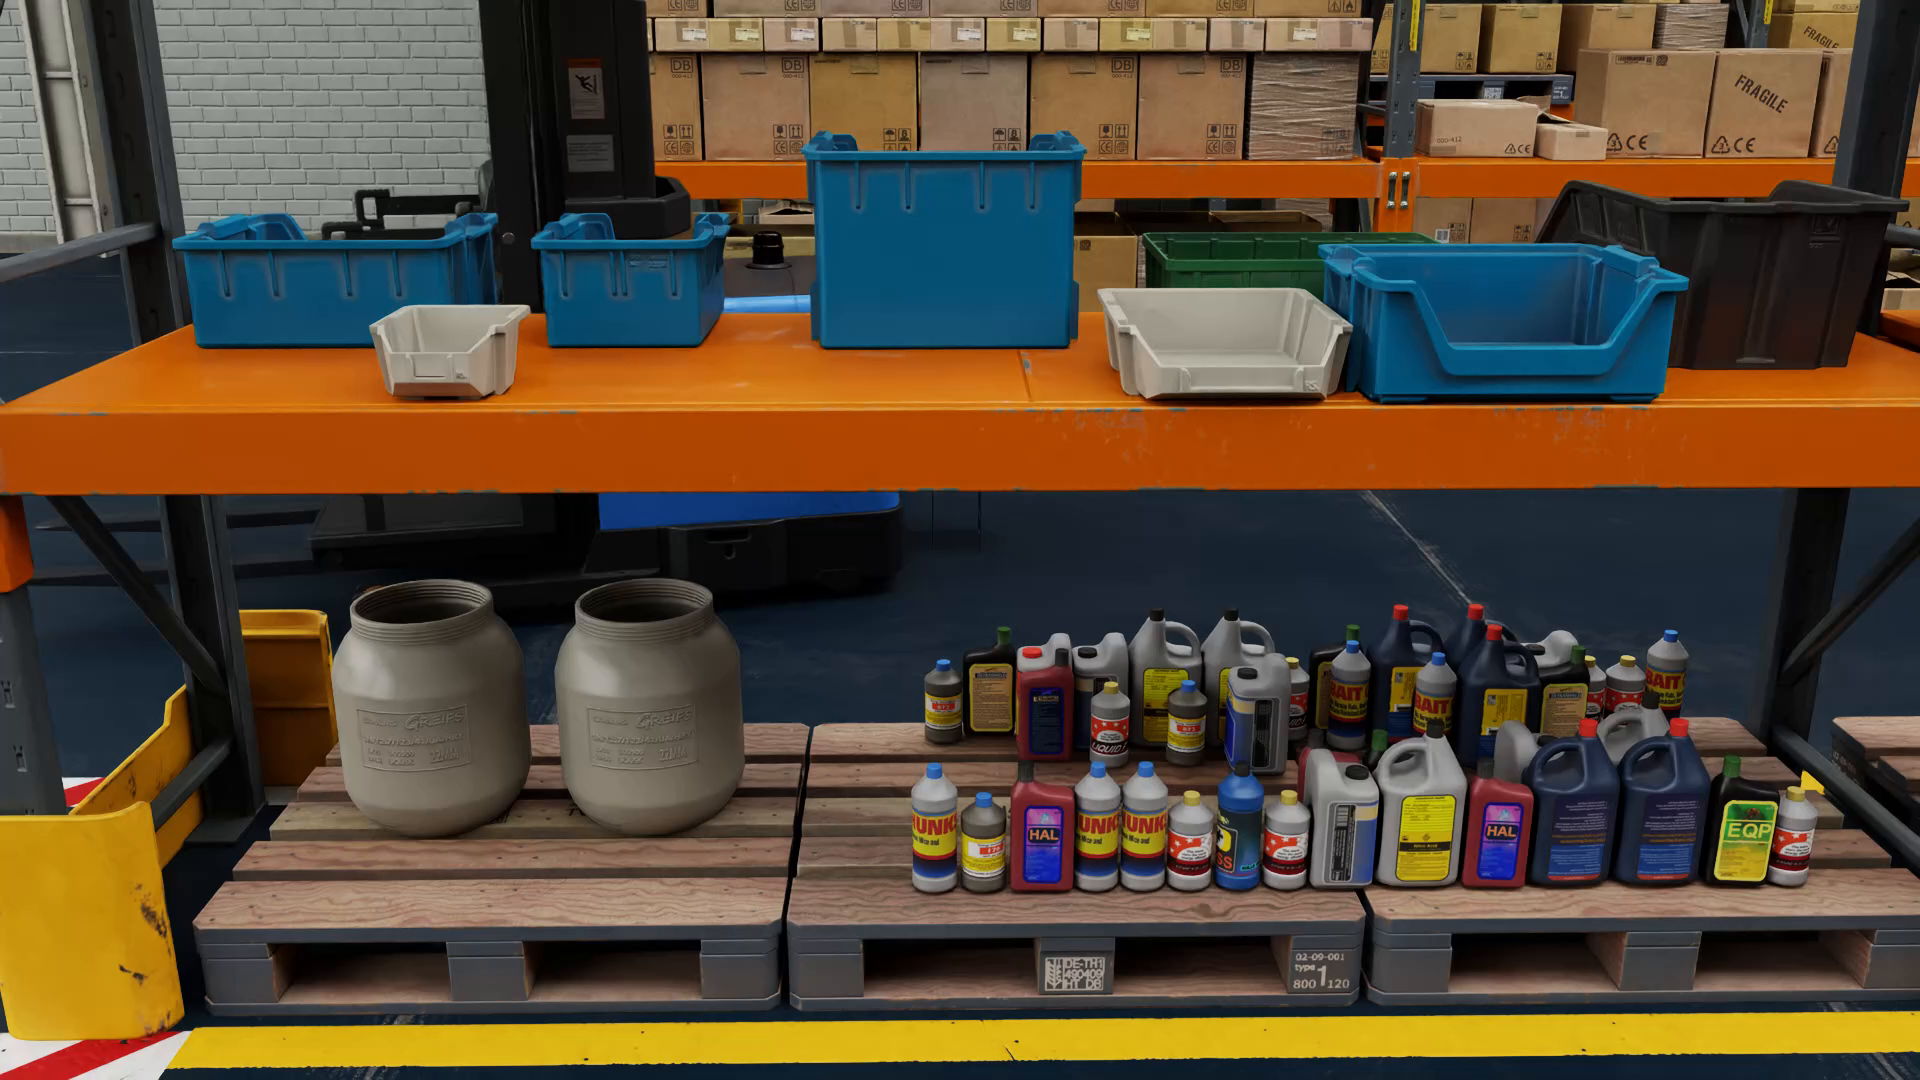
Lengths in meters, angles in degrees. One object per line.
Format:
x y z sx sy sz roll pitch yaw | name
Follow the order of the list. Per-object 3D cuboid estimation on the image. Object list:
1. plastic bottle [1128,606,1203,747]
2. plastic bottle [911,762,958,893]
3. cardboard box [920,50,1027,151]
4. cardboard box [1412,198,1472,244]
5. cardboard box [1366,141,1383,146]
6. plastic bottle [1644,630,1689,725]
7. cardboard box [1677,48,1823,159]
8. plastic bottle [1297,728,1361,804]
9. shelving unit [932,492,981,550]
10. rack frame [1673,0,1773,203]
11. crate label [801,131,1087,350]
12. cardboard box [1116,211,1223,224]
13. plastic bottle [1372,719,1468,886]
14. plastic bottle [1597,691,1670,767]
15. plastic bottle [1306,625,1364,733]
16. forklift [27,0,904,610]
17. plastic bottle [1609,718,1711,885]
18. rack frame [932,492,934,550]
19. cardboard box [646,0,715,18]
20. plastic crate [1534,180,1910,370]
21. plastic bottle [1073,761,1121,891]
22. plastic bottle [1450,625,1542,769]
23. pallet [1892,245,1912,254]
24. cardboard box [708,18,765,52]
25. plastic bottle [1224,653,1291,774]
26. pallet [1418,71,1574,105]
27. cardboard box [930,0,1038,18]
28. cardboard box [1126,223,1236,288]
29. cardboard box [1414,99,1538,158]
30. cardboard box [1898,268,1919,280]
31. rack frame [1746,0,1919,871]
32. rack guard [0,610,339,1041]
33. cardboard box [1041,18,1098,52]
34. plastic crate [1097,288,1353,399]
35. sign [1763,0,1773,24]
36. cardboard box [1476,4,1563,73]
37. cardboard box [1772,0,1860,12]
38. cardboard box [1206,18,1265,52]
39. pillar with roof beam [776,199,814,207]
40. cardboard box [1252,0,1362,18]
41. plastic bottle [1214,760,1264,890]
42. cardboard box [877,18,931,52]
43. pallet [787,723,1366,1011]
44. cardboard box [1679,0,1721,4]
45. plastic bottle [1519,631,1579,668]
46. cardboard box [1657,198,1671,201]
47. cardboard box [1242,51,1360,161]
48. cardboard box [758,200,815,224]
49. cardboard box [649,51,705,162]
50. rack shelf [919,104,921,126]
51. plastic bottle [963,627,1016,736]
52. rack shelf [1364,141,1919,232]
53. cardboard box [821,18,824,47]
0.515 0.338 4.201 0.185 0.351 0.144 0 18 1 | plastic bottle
-0.054 0.600 3.512 0.097 0.271 0.097 0 18 0 | plastic bottle
0.069 -2.143 8.154 0.500 0.500 0.700 0 18 1 | cardboard box
3.734 -2.657 13.291 0.500 0.500 0.700 0 18 0 | cardboard box
3.148 -3.009 13.162 0.500 0.250 0.500 -1 18 -2 | cardboard box
1.803 0.362 4.255 0.097 0.271 0.097 0 18 0 | plastic bottle
3.849 -2.159 8.205 0.500 0.500 0.500 0 18 -1 | cardboard box
0.809 0.549 3.651 0.133 0.283 0.061 0 18 -1 | plastic bottle
-0.014 -0.571 6.364 0.189 1.200 0.258 0 18 -1 | shelving unit
5.971 -3.640 12.985 0.127 3.000 1.000 0 18 -1 | rack frame
-0.035 -0.684 3.712 0.616 0.435 0.502 0 18 -1 | crate label
1.085 -1.444 8.726 0.500 0.500 0.500 0 18 -1 | cardboard box
0.974 0.550 3.538 0.185 0.351 0.144 0 18 -1 | plastic bottle
1.487 0.504 3.683 0.185 0.351 0.144 0 18 -1 | plastic bottle
0.960 0.355 4.257 0.133 0.283 0.061 1 18 2 | plastic bottle
-1.777 -1.252 5.652 3.031 2.935 1.130 -4 18 -13 | forklift
1.489 0.548 3.546 0.185 0.351 0.144 -1 18 -2 | plastic bottle
-0.106 -0.571 6.363 0.006 1.200 0.240 0 18 -1 | rack frame
-1.426 -2.753 7.931 0.500 0.500 0.700 0 18 -1 | cardboard box
1.603 -0.602 3.615 0.504 0.338 0.767 0 18 -1 | plastic crate
0.289 0.598 3.518 0.097 0.271 0.097 0 18 0 | plastic bottle
1.317 0.378 4.076 0.185 0.351 0.144 0 18 -1 | plastic bottle
6.761 -2.293 13.351 1.213 0.211 1.003 0 18 -1 | pallet
-1.037 -2.384 7.844 0.250 0.149 0.380 0 18 -1 | cardboard box
0.728 0.417 4.074 0.135 0.276 0.152 0 18 -1 | plastic bottle
3.993 -3.527 12.946 1.213 0.211 1.003 0 18 -1 | pallet
0.105 -2.762 7.960 0.500 0.500 0.700 0 18 -1 | cardboard box
1.093 -1.288 8.238 0.500 0.500 0.500 0 18 -1 | cardboard box
2.545 -2.052 8.280 0.500 0.250 0.500 1 18 3 | cardboard box
5.014 -1.203 8.283 0.500 0.311 0.500 -1 18 -2 | cardboard box
2.128 -0.595 3.492 0.127 3.000 1.000 0 18 -1 | rack frame
-1.796 0.600 3.860 0.348 0.500 1.175 0 18 -1 | rack guard
0.516 -2.392 7.868 0.250 0.149 0.380 0 18 1 | cardboard box
0.509 -0.384 3.267 0.437 0.136 0.530 0 18 -1 | plastic crate
5.989 -3.988 12.304 0.005 0.325 0.100 0 18 -1 | sign
4.256 -3.879 12.846 0.500 0.500 0.700 0 18 -1 | cardboard box
6.458 -4.120 12.568 0.500 0.250 0.500 0 18 0 | cardboard box
1.276 -2.395 7.878 0.250 0.149 0.380 -1 18 -2 | cardboard box
-1.273 -5.411 8.684 0.400 9.000 9.100 0 18 -1 | pillar with roof beam
1.610 -2.769 7.982 0.500 0.500 0.700 0 18 -1 | cardboard box
0.592 0.597 3.522 0.097 0.271 0.097 0 18 0 | plastic bottle
-0.262 -2.388 7.856 0.250 0.149 0.380 -1 18 -2 | cardboard box
0.233 0.730 3.927 1.213 0.211 1.003 0 18 -1 | pallet
5.627 -4.195 12.770 0.250 0.149 0.380 -3 18 -8 | cardboard box
1.480 0.370 4.223 0.135 0.276 0.152 0 18 1 | plastic bottle
5.252 -2.640 13.239 0.500 0.500 0.700 0 18 0 | cardboard box
1.610 -2.152 8.181 0.500 0.500 0.700 -1 18 -2 | cardboard box
-1.334 -2.507 13.133 0.500 0.311 0.500 -2 18 -7 | cardboard box
-1.479 -2.135 8.128 0.500 0.500 0.700 0 18 -1 | cardboard box
-0.028 -3.269 13.005 4.000 0.370 1.077 0 18 -1 | rack shelf
0.075 0.359 4.244 0.133 0.283 0.061 0 18 0 | plastic bottle
4.053 -1.775 8.348 4.000 0.370 1.077 0 18 -1 | rack shelf
-0.798 -2.509 8.232 0.250 0.149 0.380 0 18 0 | cardboard box
